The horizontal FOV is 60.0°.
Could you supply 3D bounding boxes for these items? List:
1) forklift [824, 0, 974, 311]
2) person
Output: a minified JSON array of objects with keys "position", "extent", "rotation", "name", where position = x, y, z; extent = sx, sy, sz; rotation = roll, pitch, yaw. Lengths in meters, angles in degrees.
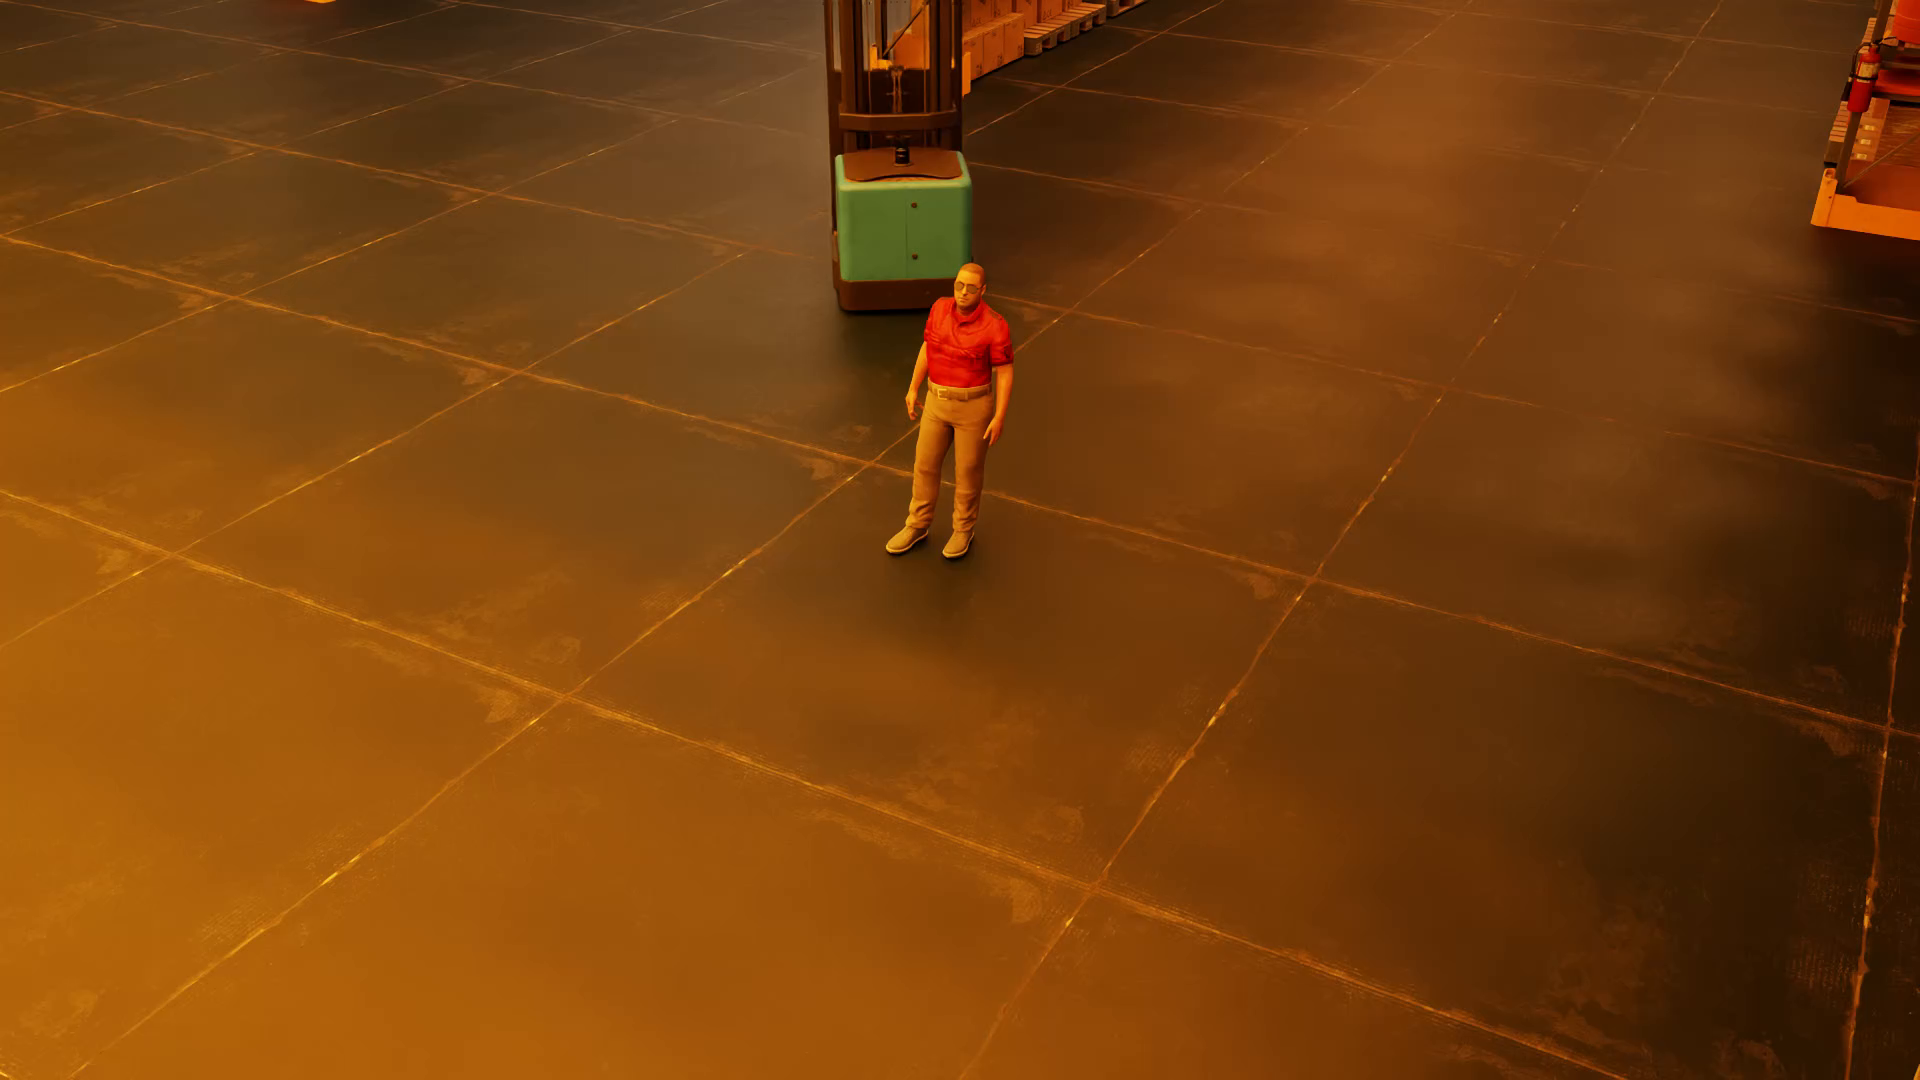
[{"position":[-0.549,-3.766,13.596],"extent":[1.130,2.935,3.031],"rotation":[-3,30,-5],"name":"forklift"},{"position":[-0.054,-0.719,9.504],"extent":[0.640,1.727,0.551],"rotation":[15,33,25],"name":"person"}]
